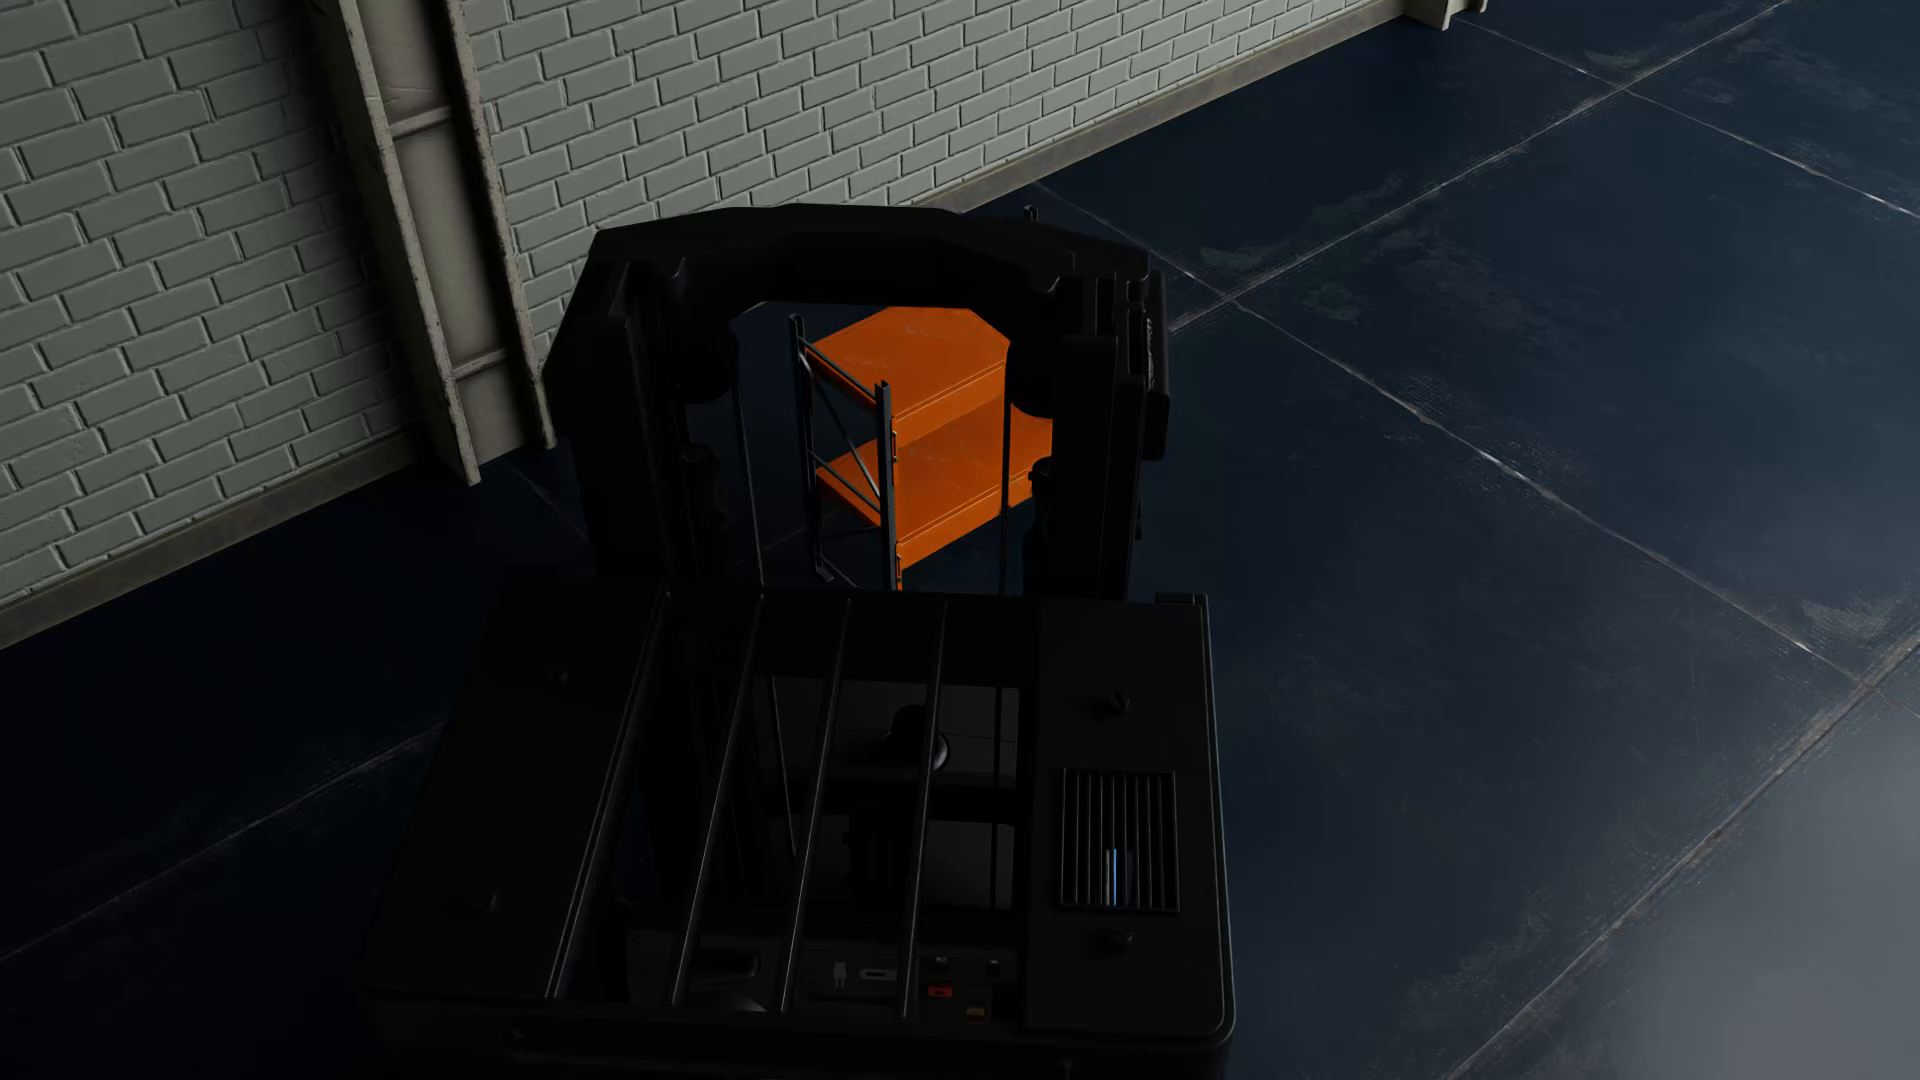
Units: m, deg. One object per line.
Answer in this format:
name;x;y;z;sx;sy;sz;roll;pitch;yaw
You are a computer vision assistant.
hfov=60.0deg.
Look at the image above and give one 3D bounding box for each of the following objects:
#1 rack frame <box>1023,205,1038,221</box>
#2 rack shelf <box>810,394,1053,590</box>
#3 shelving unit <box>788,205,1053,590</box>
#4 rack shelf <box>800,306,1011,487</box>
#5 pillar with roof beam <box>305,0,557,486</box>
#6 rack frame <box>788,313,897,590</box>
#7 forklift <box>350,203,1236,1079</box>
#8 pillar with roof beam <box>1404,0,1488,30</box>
rack frame;0.395;-0.636;6.106;0.032;1.125;0.500;-30;51;-28
rack shelf;0.005;-0.235;6.035;1.000;0.278;0.538;-30;51;-28
shelving unit;0.005;-0.413;5.868;1.048;1.125;0.538;-30;51;-28
rack shelf;0.005;-0.626;5.668;1.000;0.278;0.538;-30;51;-28
pillar with roof beam;0.902;-1.393;1.160;0.400;9.000;9.100;-30;51;-28
rack frame;-0.385;-0.190;5.630;0.032;1.125;0.500;-30;51;-28
forklift;-0.183;1.015;3.028;1.130;2.935;3.031;3;43;3
pillar with roof beam;5.505;-4.029;3.966;0.400;9.000;9.100;-30;51;-28
